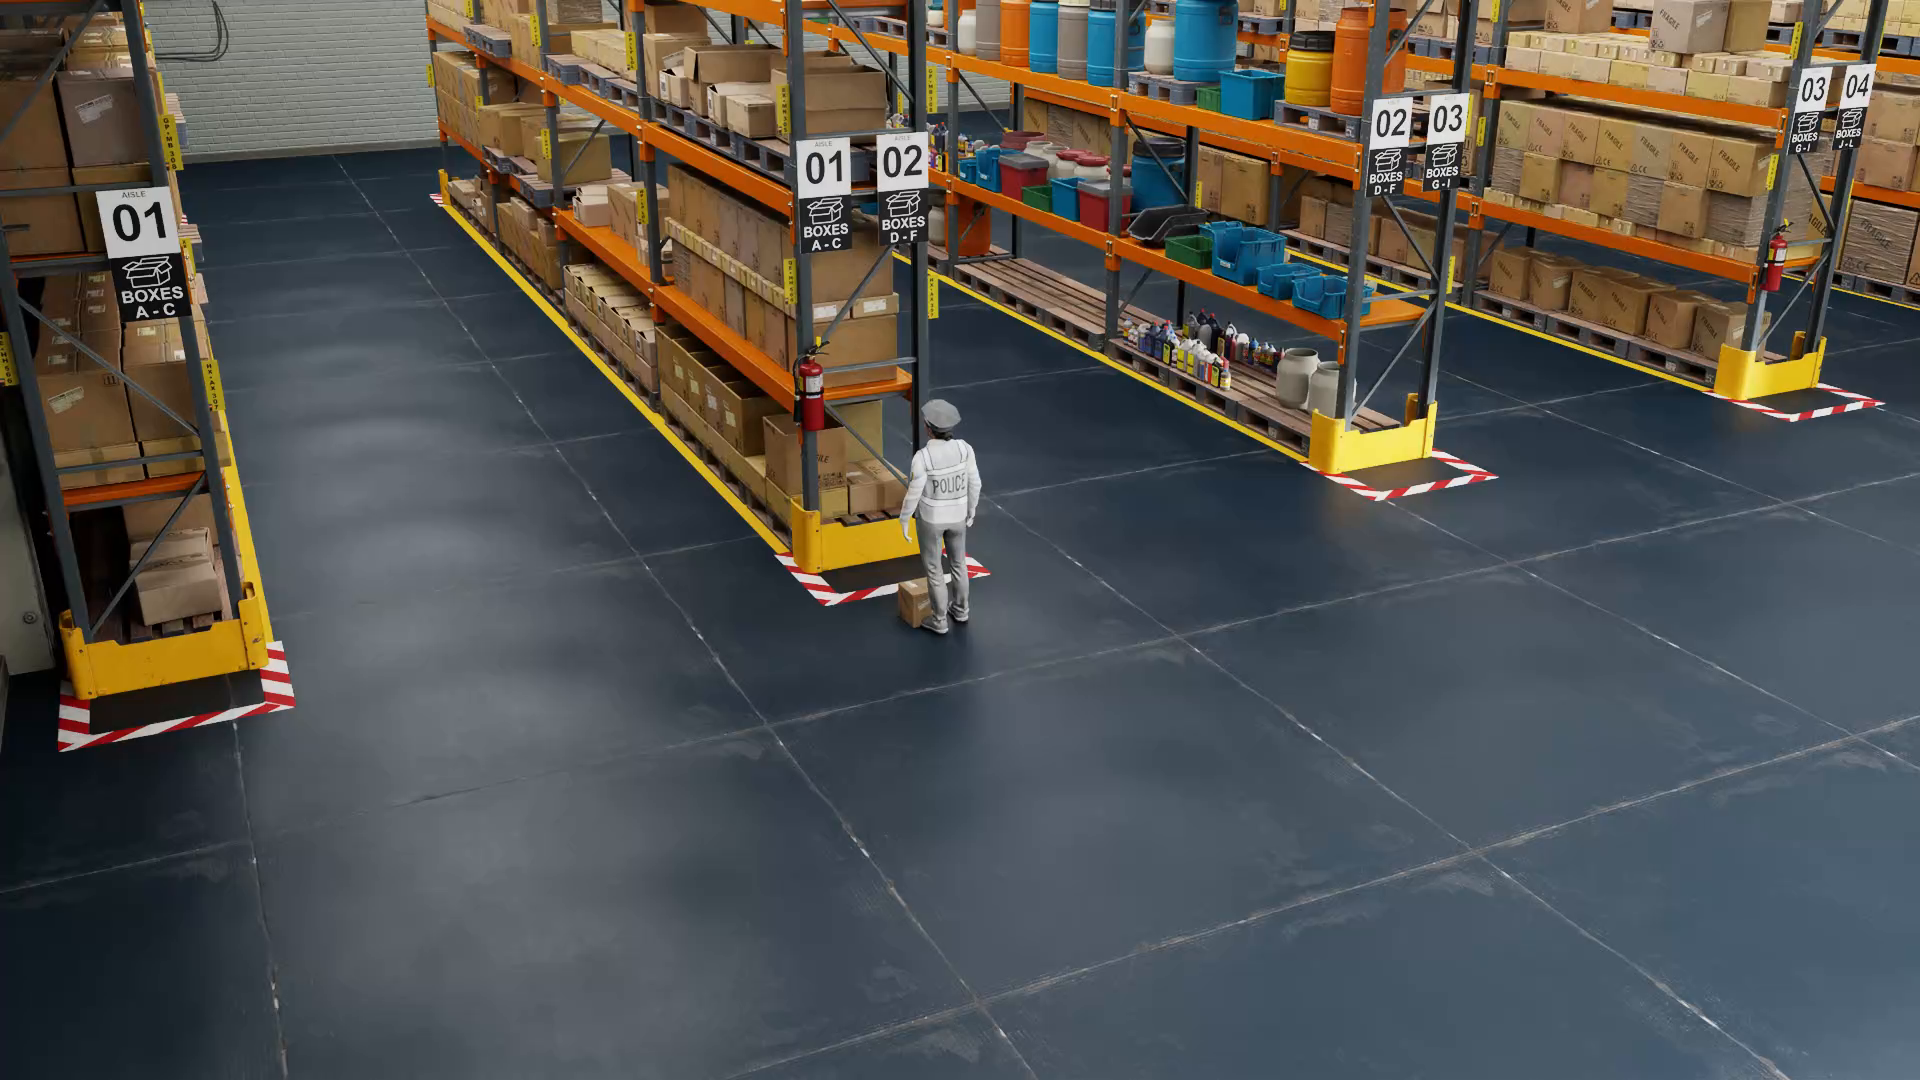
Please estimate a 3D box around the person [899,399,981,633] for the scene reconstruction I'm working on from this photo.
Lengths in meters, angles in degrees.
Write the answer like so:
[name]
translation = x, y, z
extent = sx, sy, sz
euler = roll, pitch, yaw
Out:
[person]
translation = -0.158, -0.171, 11.346
extent = 0.587, 1.695, 0.532
euler = -10, 24, -24
